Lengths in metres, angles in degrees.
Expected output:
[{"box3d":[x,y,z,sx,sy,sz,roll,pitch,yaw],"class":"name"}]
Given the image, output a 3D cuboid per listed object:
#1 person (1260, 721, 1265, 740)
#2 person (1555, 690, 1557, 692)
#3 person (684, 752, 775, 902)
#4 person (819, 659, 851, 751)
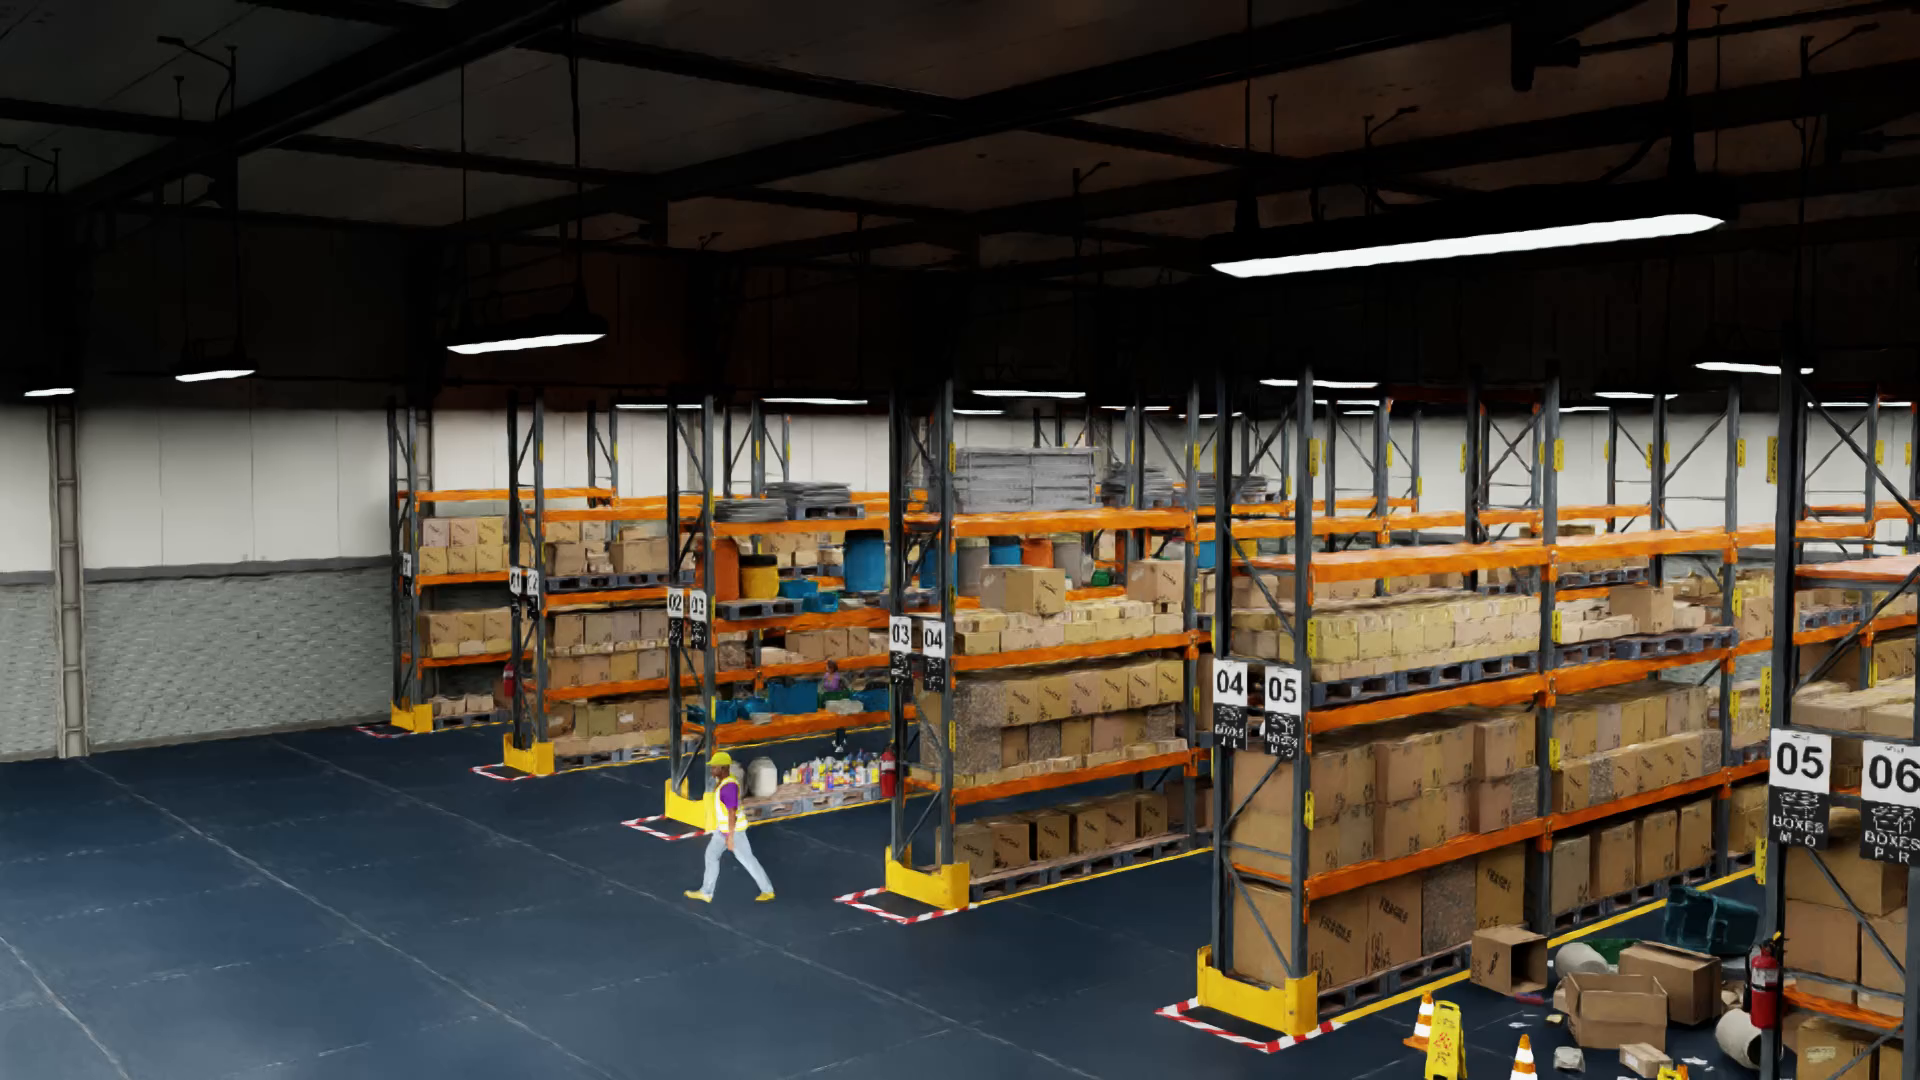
[{"box3d":[3.804,3.083,20.225,0.444,1.770,0.581,1,3,18],"class":"person"},{"box3d":[8.624,2.938,24.334,0.506,1.628,0.639,-3,5,-42],"class":"person"},{"box3d":[-2.584,3.227,18.655,0.972,1.720,0.618,-1,3,-18],"class":"person"},{"box3d":[-2.067,2.751,28.047,0.561,1.525,0.788,2,4,32],"class":"person"}]
